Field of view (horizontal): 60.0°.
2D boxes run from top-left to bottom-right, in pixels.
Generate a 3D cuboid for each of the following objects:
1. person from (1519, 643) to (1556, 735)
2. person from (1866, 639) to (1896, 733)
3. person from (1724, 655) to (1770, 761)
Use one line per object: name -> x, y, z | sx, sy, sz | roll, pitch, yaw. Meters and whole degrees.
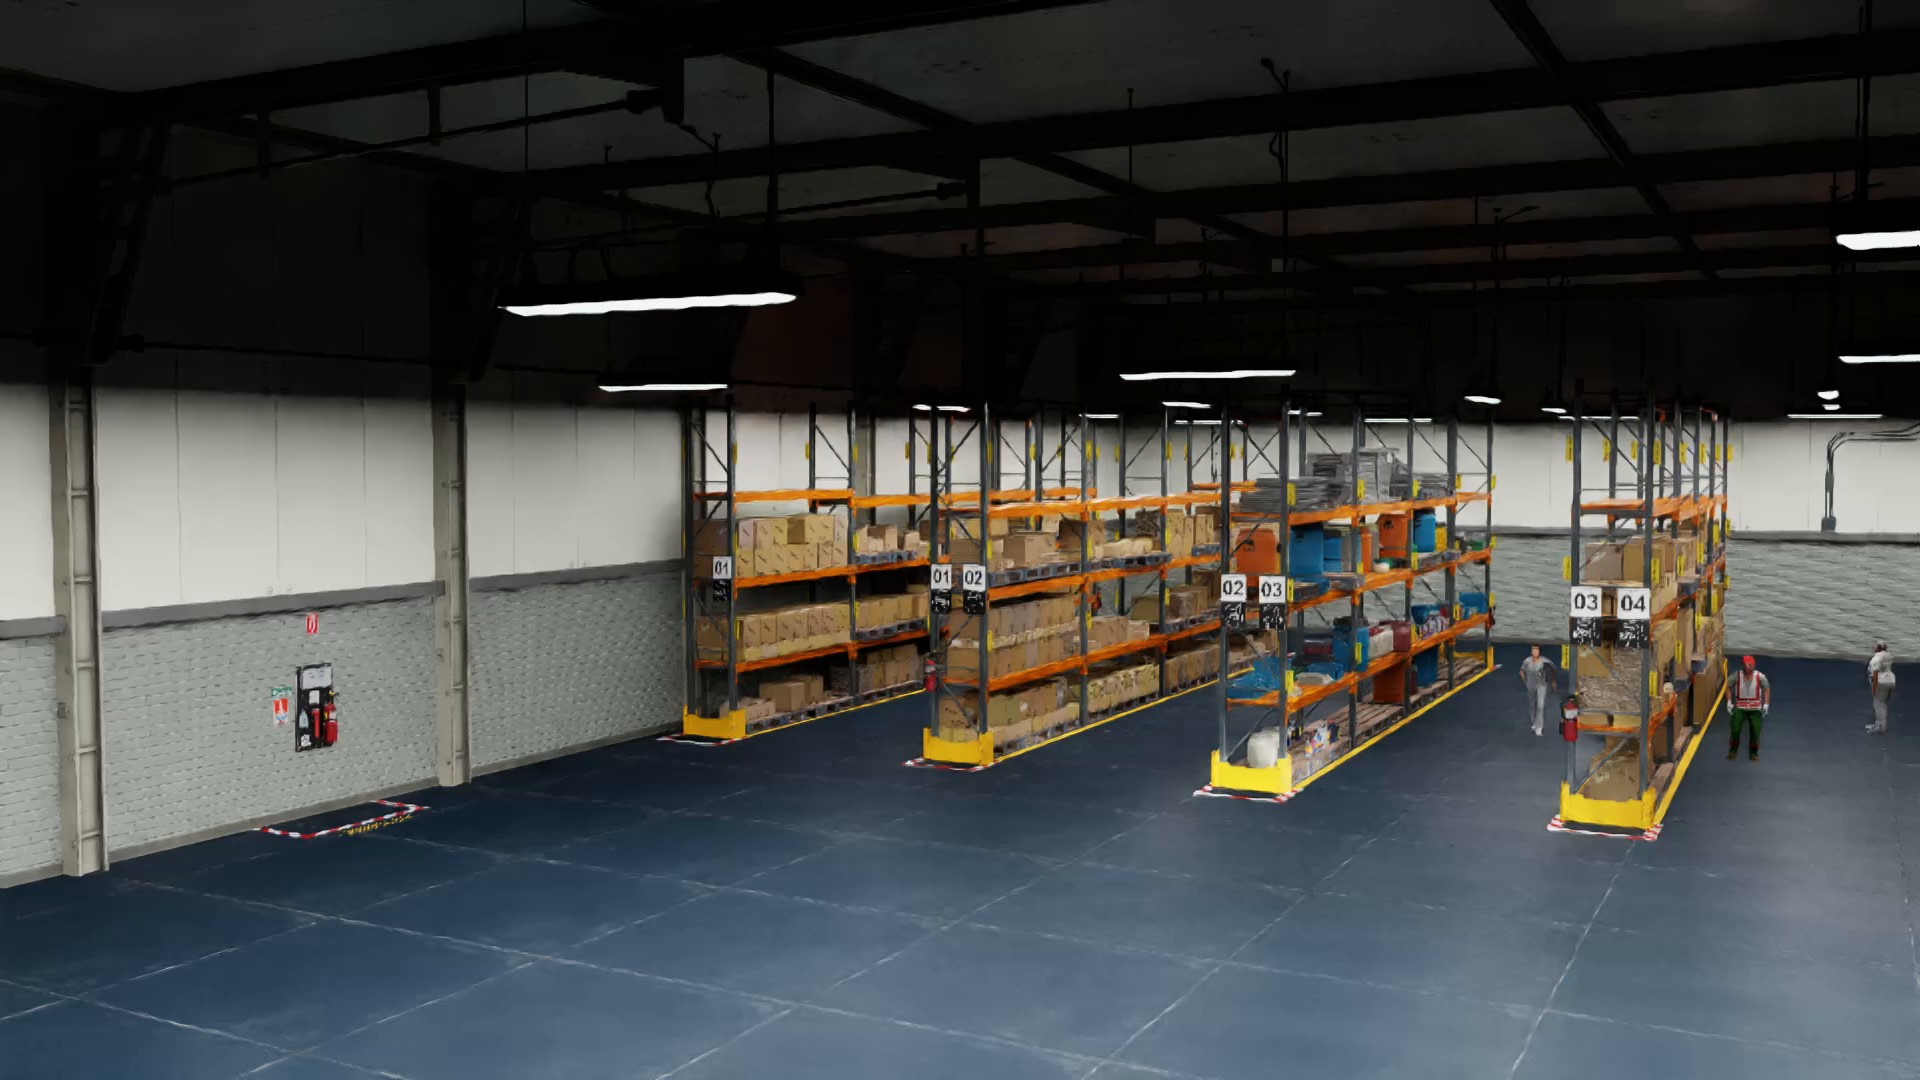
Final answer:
person -> 10.323, 2.632, 29.755 | 0.589, 1.601, 0.820 | 2, 4, 32
person -> 16.420, 2.599, 29.718 | 0.523, 1.667, 0.476 | -2, 4, -32
person -> 12.754, 2.721, 26.951 | 0.677, 1.742, 0.552 | 1, 3, 26
